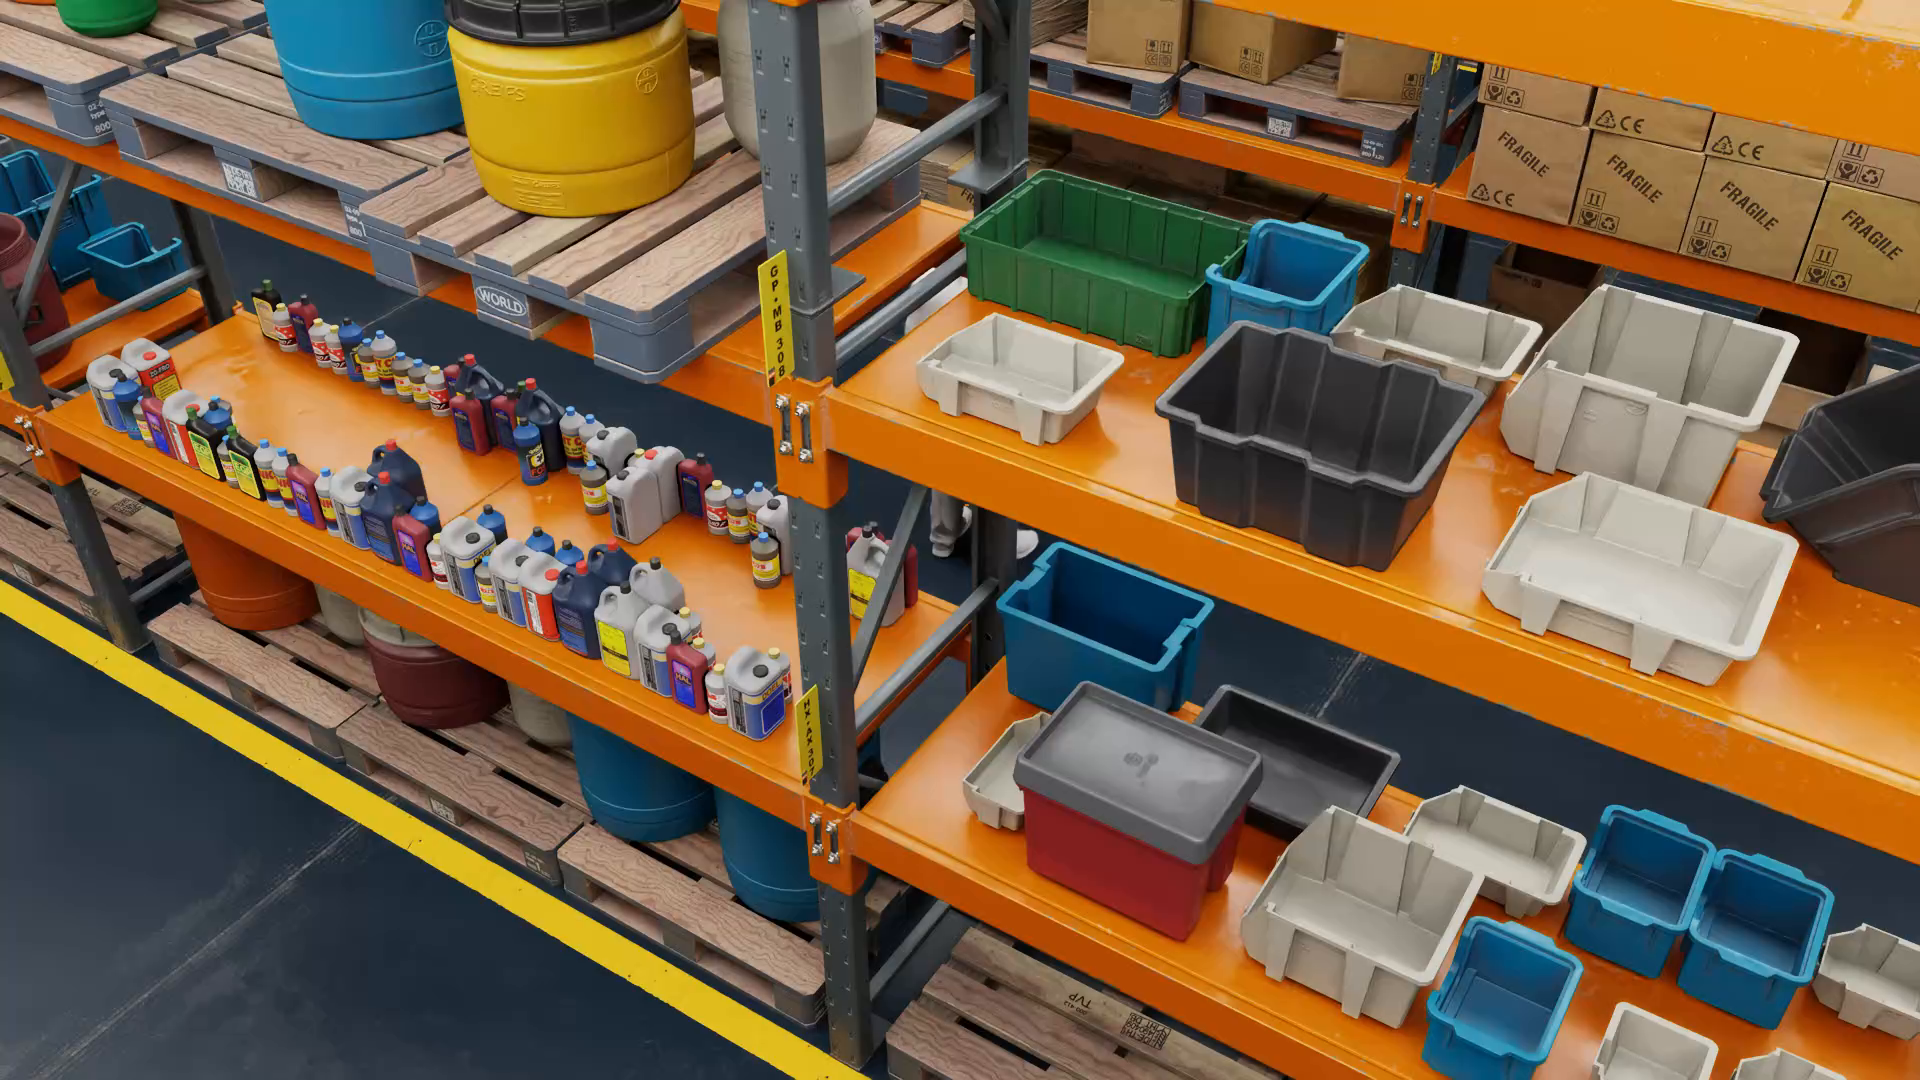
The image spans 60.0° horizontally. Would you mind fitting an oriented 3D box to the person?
[{"bbox_3d":[0.051,-0.664,7.545,0.606,1.775,0.425,20,42,24],"label":"person"}]
